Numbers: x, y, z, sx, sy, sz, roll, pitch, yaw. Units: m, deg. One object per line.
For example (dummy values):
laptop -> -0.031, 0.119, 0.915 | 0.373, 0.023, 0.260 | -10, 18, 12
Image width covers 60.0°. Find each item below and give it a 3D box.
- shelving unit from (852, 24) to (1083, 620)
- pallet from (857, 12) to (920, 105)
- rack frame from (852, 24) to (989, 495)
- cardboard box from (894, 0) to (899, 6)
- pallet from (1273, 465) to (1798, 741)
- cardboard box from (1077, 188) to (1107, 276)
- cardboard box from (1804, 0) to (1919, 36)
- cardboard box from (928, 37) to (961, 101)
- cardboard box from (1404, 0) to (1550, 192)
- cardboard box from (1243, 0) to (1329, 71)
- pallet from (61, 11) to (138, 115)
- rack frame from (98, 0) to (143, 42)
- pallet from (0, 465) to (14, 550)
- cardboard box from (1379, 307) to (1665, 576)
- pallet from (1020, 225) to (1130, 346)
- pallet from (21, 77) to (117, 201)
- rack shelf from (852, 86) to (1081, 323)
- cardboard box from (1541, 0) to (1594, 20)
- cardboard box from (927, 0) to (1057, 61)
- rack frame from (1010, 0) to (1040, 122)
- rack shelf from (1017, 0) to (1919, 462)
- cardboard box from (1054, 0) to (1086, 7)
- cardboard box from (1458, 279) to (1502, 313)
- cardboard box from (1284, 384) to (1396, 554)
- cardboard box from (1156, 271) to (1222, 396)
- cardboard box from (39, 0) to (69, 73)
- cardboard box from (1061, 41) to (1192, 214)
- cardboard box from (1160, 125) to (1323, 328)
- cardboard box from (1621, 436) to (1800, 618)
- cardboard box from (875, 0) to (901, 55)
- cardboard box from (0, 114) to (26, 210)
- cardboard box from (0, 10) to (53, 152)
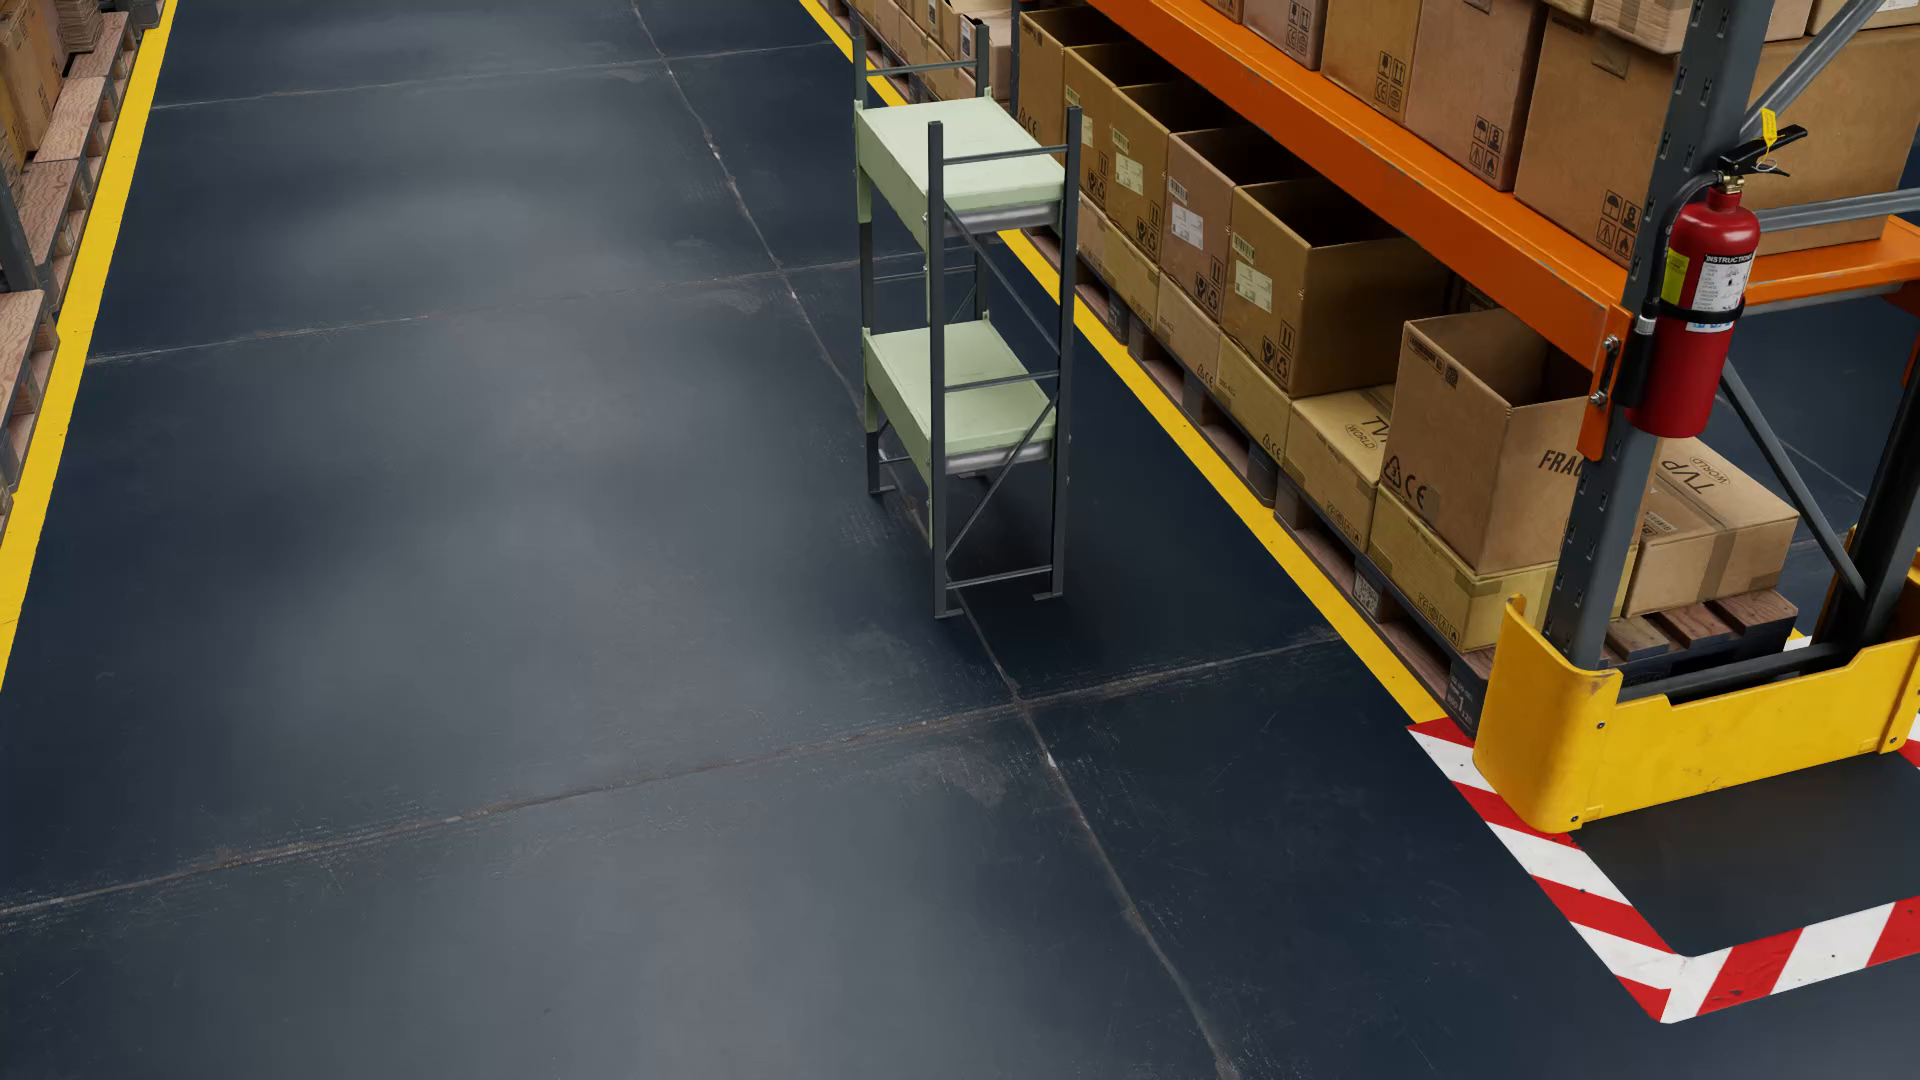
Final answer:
shelving unit -> 0.002, -0.622, 4.831 | 0.431, 1.500, 0.755 | -10, 35, -15
pallet -> 0.073, -2.670, 9.100 | 1.003, 0.211, 1.213 | -10, 35, -15
rack frame -> -0.110, -0.814, 5.122 | 0.400, 1.500, 0.023 | -10, 35, -15
cardboard box -> -0.150, -3.037, 8.730 | 0.500, 0.311, 0.500 | -10, 35, -15
pallet -> 1.658, 0.057, 4.972 | 1.003, 0.211, 1.213 | -10, 35, -15
cardboard box -> 0.711, -1.282, 6.583 | 0.500, 0.250, 0.500 | -10, 35, -15
cardboard box -> 2.016, -1.266, 3.767 | 0.380, 0.149, 0.250 | -10, 35, -15
cardboard box -> 0.156, -2.275, 8.085 | 0.500, 0.250, 0.500 | -11, 35, -15
cardboard box -> 1.636, -1.276, 4.369 | 0.700, 0.500, 0.500 | -9, 35, -13
cardboard box -> 1.326, -1.813, 5.182 | 0.700, 0.500, 0.500 | -9, 35, -13
pallet -> -4.989, -2.503, 8.847 | 1.003, 0.211, 1.213 | -10, 35, -15
rack frame -> -5.226, -4.077, 8.699 | 1.000, 3.000, 0.127 | -10, 35, -15
pallet -> -3.391, 0.175, 4.794 | 1.003, 0.211, 1.213 | -10, 35, -15
cardboard box -> 1.484, -0.284, 4.392 | 0.500, 0.500, 0.500 | -10, 35, -15
pallet -> 0.914, -1.224, 6.911 | 1.003, 0.211, 1.213 | -10, 35, -15
pallet -> -4.620, -1.864, 7.879 | 1.003, 0.211, 1.213 | -10, 35, -15
rack shelf -> 0.002, -0.948, 4.616 | 0.431, 0.370, 0.720 | -10, 35, -15
cardboard box -> 1.552, -1.330, 3.863 | 0.380, 0.149, 0.250 | -9, 35, -14
cardboard box -> 0.150, -2.510, 7.933 | 0.500, 0.311, 0.500 | -9, 35, -13
rack frame -> 0.711, -2.812, 6.785 | 1.000, 3.000, 0.127 | -10, 35, -15
rack shelf -> 1.321, -1.462, 5.394 | 1.077, 0.370, 4.000 | -10, 35, -15
cardboard box -> 0.674, -2.596, 8.063 | 0.500, 0.311, 0.500 | -10, 35, -15
cardboard box -> 1.825, -0.634, 4.921 | 0.500, 0.500, 0.500 | -10, 35, -15
cardboard box -> 1.322, -0.232, 4.994 | 0.500, 0.250, 0.500 | -10, 35, -15
cardboard box -> 1.017, -0.757, 5.788 | 0.500, 0.250, 0.500 | -10, 35, -15
cardboard box -> -4.910, -2.558, 8.269 | 0.700, 0.500, 0.500 | -10, 35, -15
cardboard box -> 0.714, -1.595, 6.377 | 0.500, 0.500, 0.500 | -10, 35, -15
cardboard box -> 1.014, -1.069, 5.581 | 0.500, 0.500, 0.500 | -10, 35, -15
cardboard box -> 1.979, -0.059, 4.731 | 0.500, 0.250, 0.500 | -10, 35, -15
cardboard box -> -0.155, -2.811, 8.896 | 0.500, 0.250, 0.500 | -9, 35, -14
cardboard box -> -4.246, -1.501, 6.669 | 0.700, 0.500, 0.500 | -9, 34, -13
cardboard box -> -4.568, -2.039, 7.483 | 0.700, 0.500, 0.500 | -10, 35, -14
